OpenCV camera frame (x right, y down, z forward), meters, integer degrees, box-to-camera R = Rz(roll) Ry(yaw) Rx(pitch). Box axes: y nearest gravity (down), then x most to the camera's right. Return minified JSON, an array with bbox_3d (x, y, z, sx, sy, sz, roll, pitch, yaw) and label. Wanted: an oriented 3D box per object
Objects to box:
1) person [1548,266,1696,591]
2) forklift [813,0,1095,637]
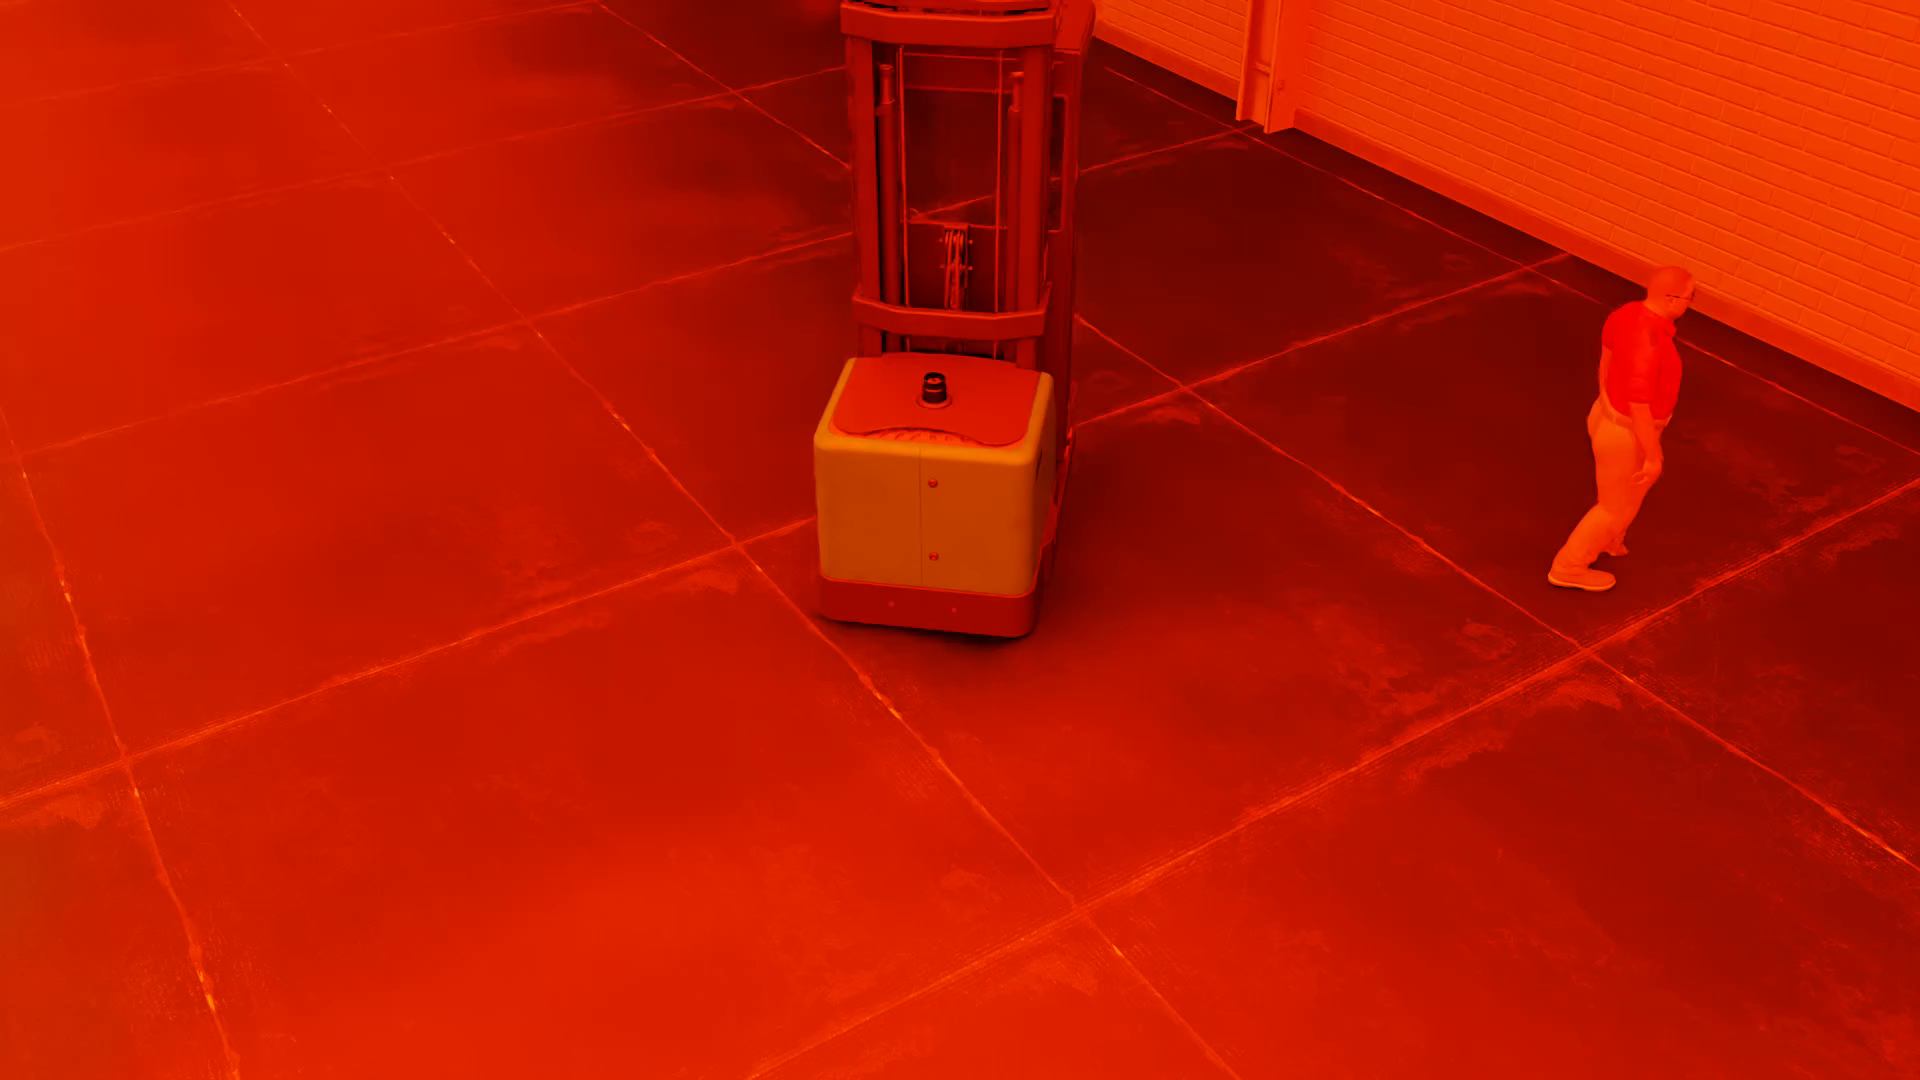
[{"bbox_3d":[3.228,-0.493,7.985,0.504,1.787,0.636,4,35,6],"label":"person"},{"bbox_3d":[0.055,-1.575,8.389,1.130,2.935,3.031,5,35,7],"label":"forklift"}]
